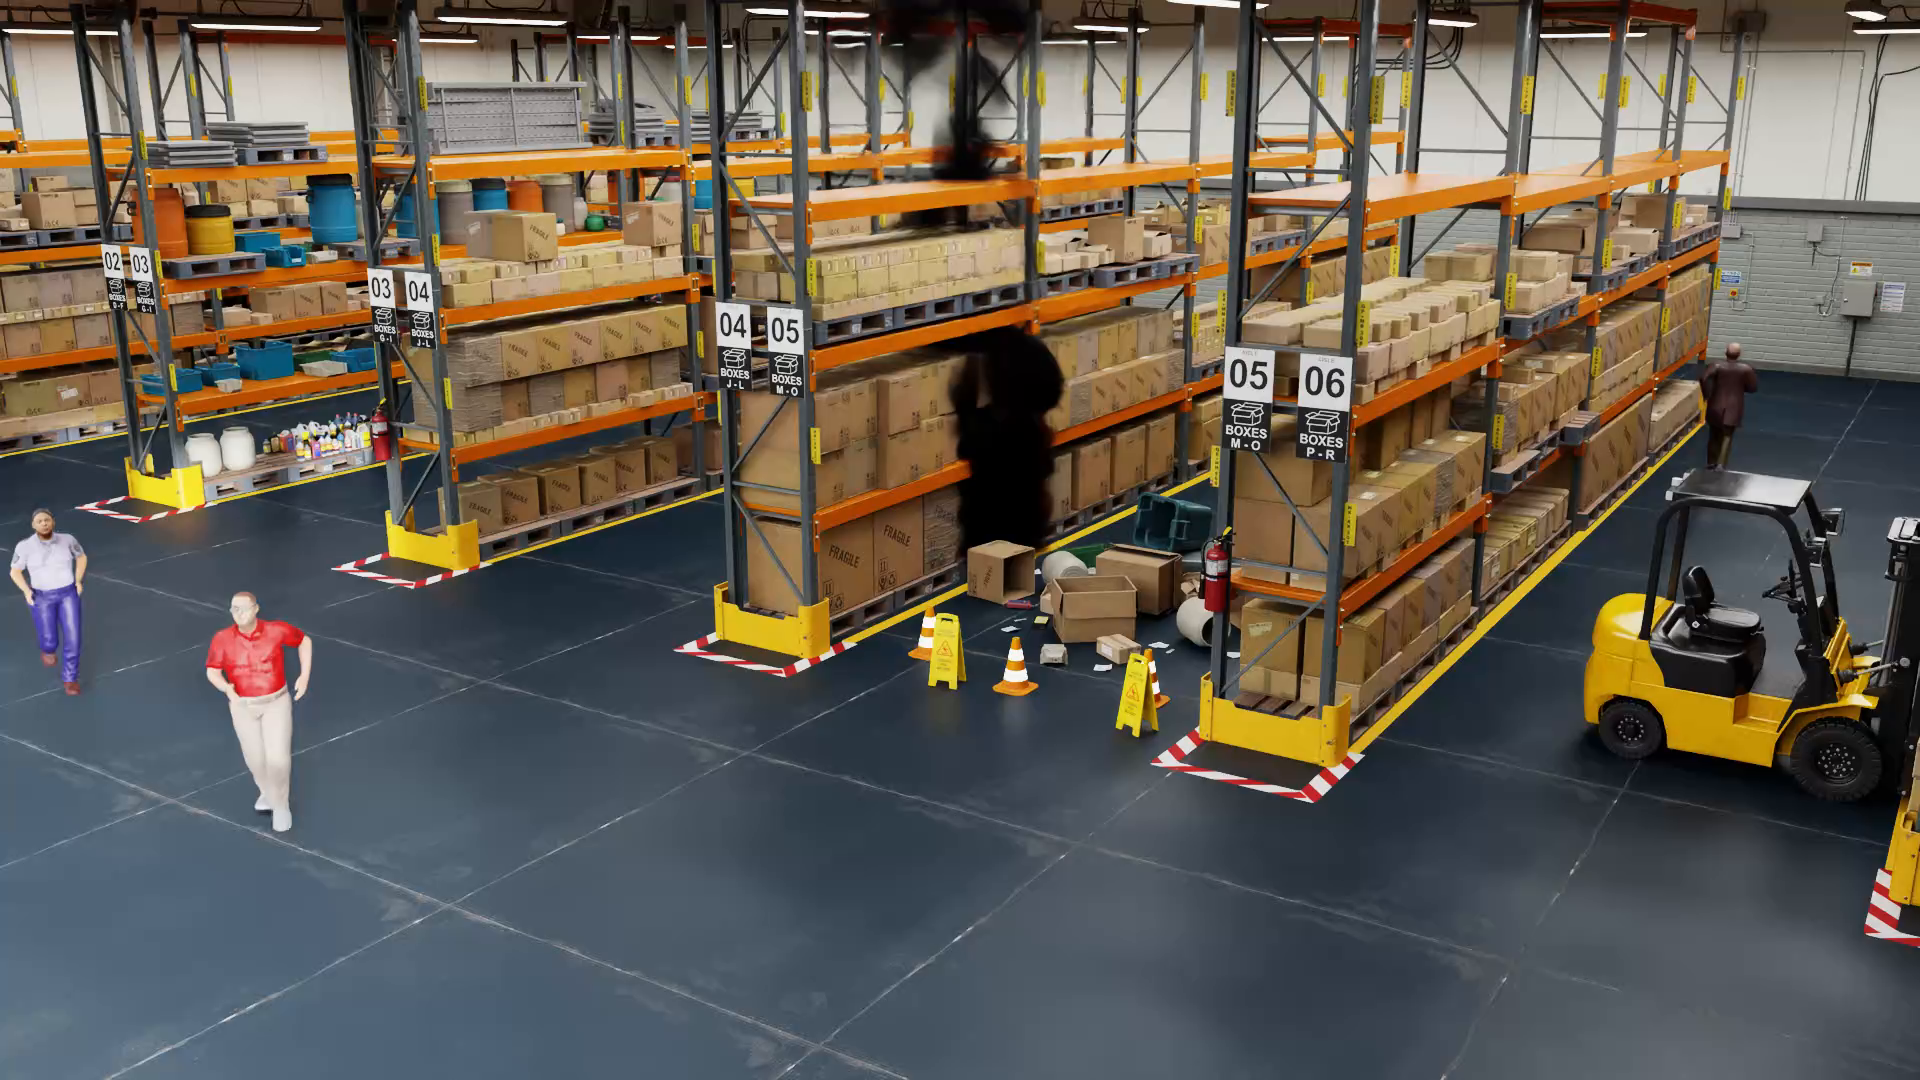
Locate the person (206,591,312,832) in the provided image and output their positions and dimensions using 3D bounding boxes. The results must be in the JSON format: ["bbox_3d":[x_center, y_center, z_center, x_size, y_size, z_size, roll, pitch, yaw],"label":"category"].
[{"bbox_3d":[-4.938,1.213,11.767,0.671,1.754,0.737,-3,16,-12],"label":"person"}]

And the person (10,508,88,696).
[{"bbox_3d":[-7.860,0.506,14.444,0.607,1.618,0.685,-11,19,-34],"label":"person"}]

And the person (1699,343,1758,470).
[{"bbox_3d":[10.108,-1.692,21.961,0.697,1.831,0.966,8,18,27],"label":"person"}]
